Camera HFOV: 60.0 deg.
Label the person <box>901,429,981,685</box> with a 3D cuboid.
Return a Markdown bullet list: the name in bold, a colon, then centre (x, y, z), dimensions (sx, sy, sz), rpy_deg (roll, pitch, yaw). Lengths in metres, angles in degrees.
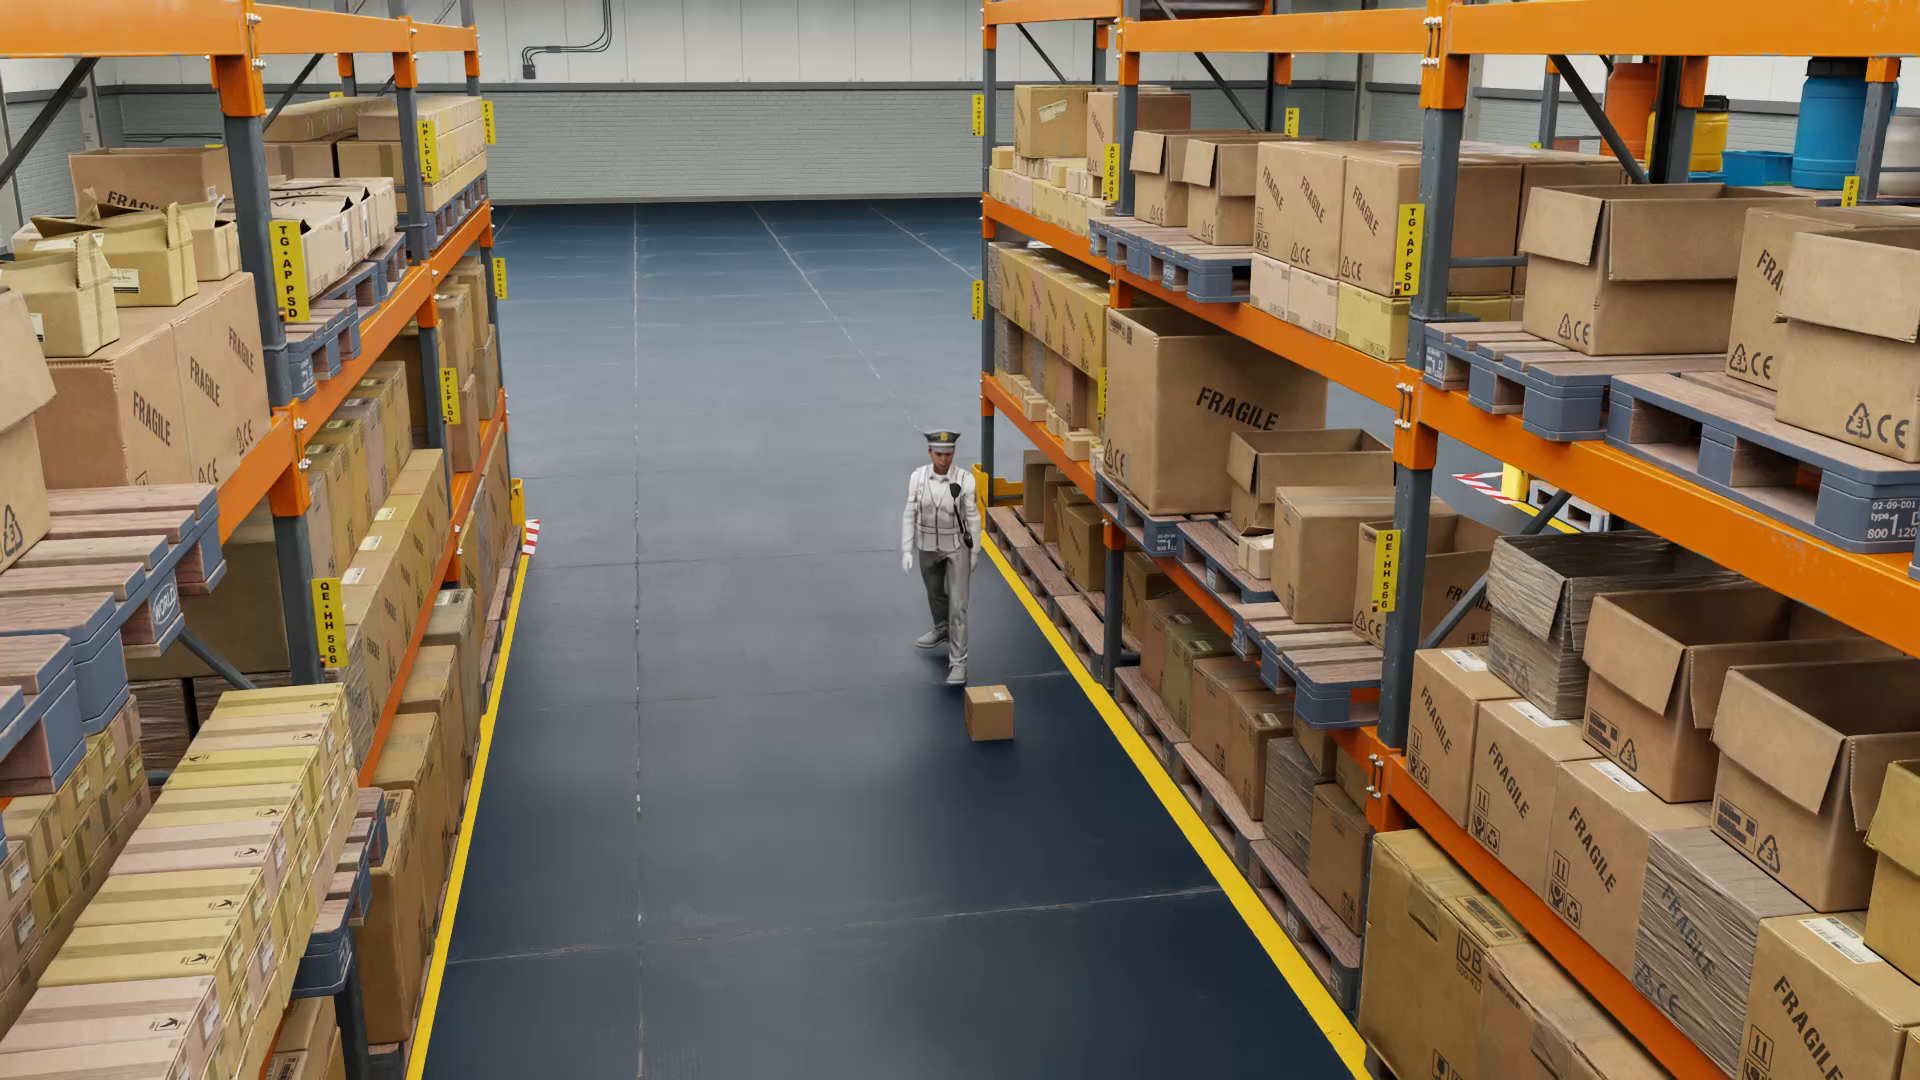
- **person**: centre (-0.120, 0.054, 10.831), dimensions (0.525, 1.627, 0.919), rpy_deg (5, 17, 16)
